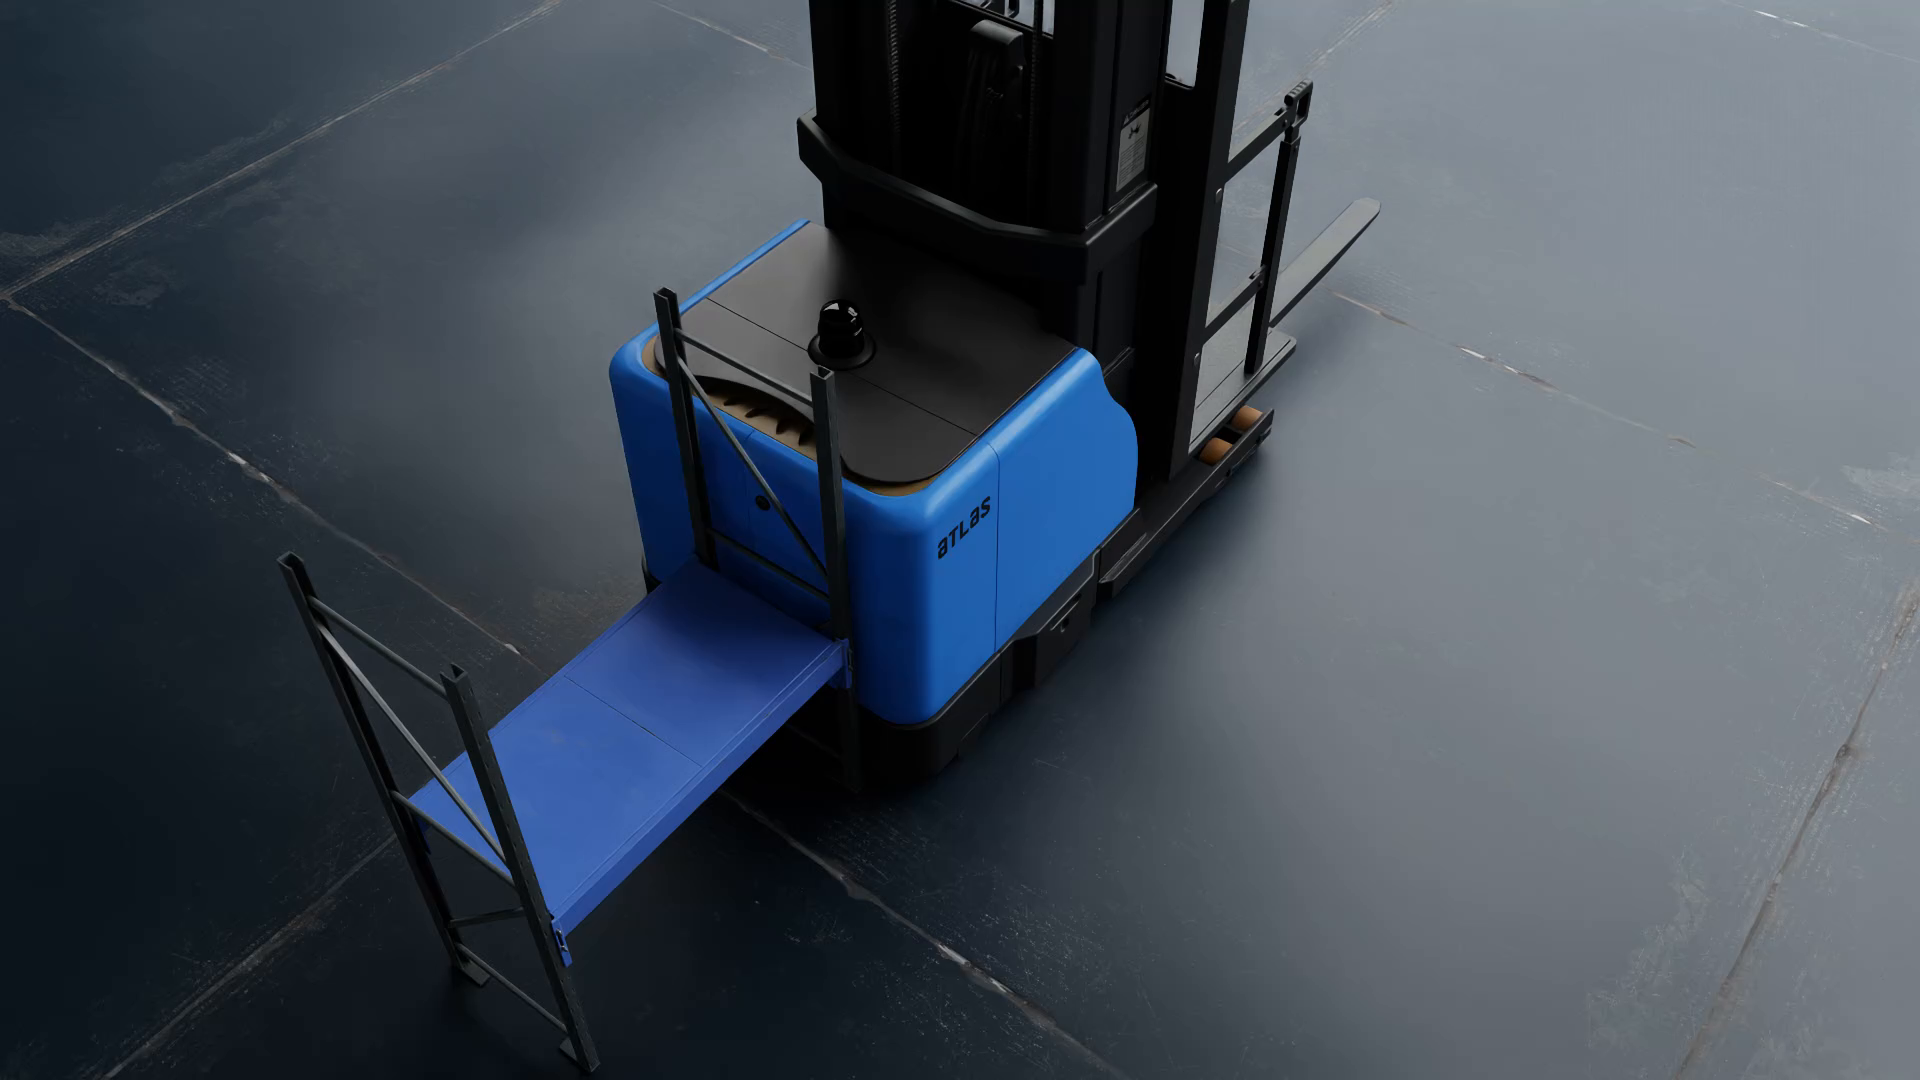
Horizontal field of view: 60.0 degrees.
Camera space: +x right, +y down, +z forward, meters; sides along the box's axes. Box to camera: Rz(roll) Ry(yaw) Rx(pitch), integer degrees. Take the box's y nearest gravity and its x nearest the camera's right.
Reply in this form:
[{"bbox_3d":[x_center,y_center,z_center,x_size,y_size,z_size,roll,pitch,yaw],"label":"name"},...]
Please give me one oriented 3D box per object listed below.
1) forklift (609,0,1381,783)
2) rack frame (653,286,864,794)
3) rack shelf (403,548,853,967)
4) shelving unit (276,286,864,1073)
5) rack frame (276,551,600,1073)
[{"bbox_3d":[0.376,-1.373,4.534,1.130,2.935,3.031,29,53,25],"label":"forklift"},{"bbox_3d":[-0.475,0.065,4.151,0.500,1.500,0.032,28,53,24],"label":"rack frame"},{"bbox_3d":[-0.779,0.484,3.999,0.538,0.185,1.000,28,53,24],"label":"rack shelf"},{"bbox_3d":[-0.779,0.360,3.869,0.538,1.500,1.048,28,53,24],"label":"shelving unit"},{"bbox_3d":[-1.082,0.655,3.588,0.500,1.500,0.032,28,53,24],"label":"rack frame"}]
